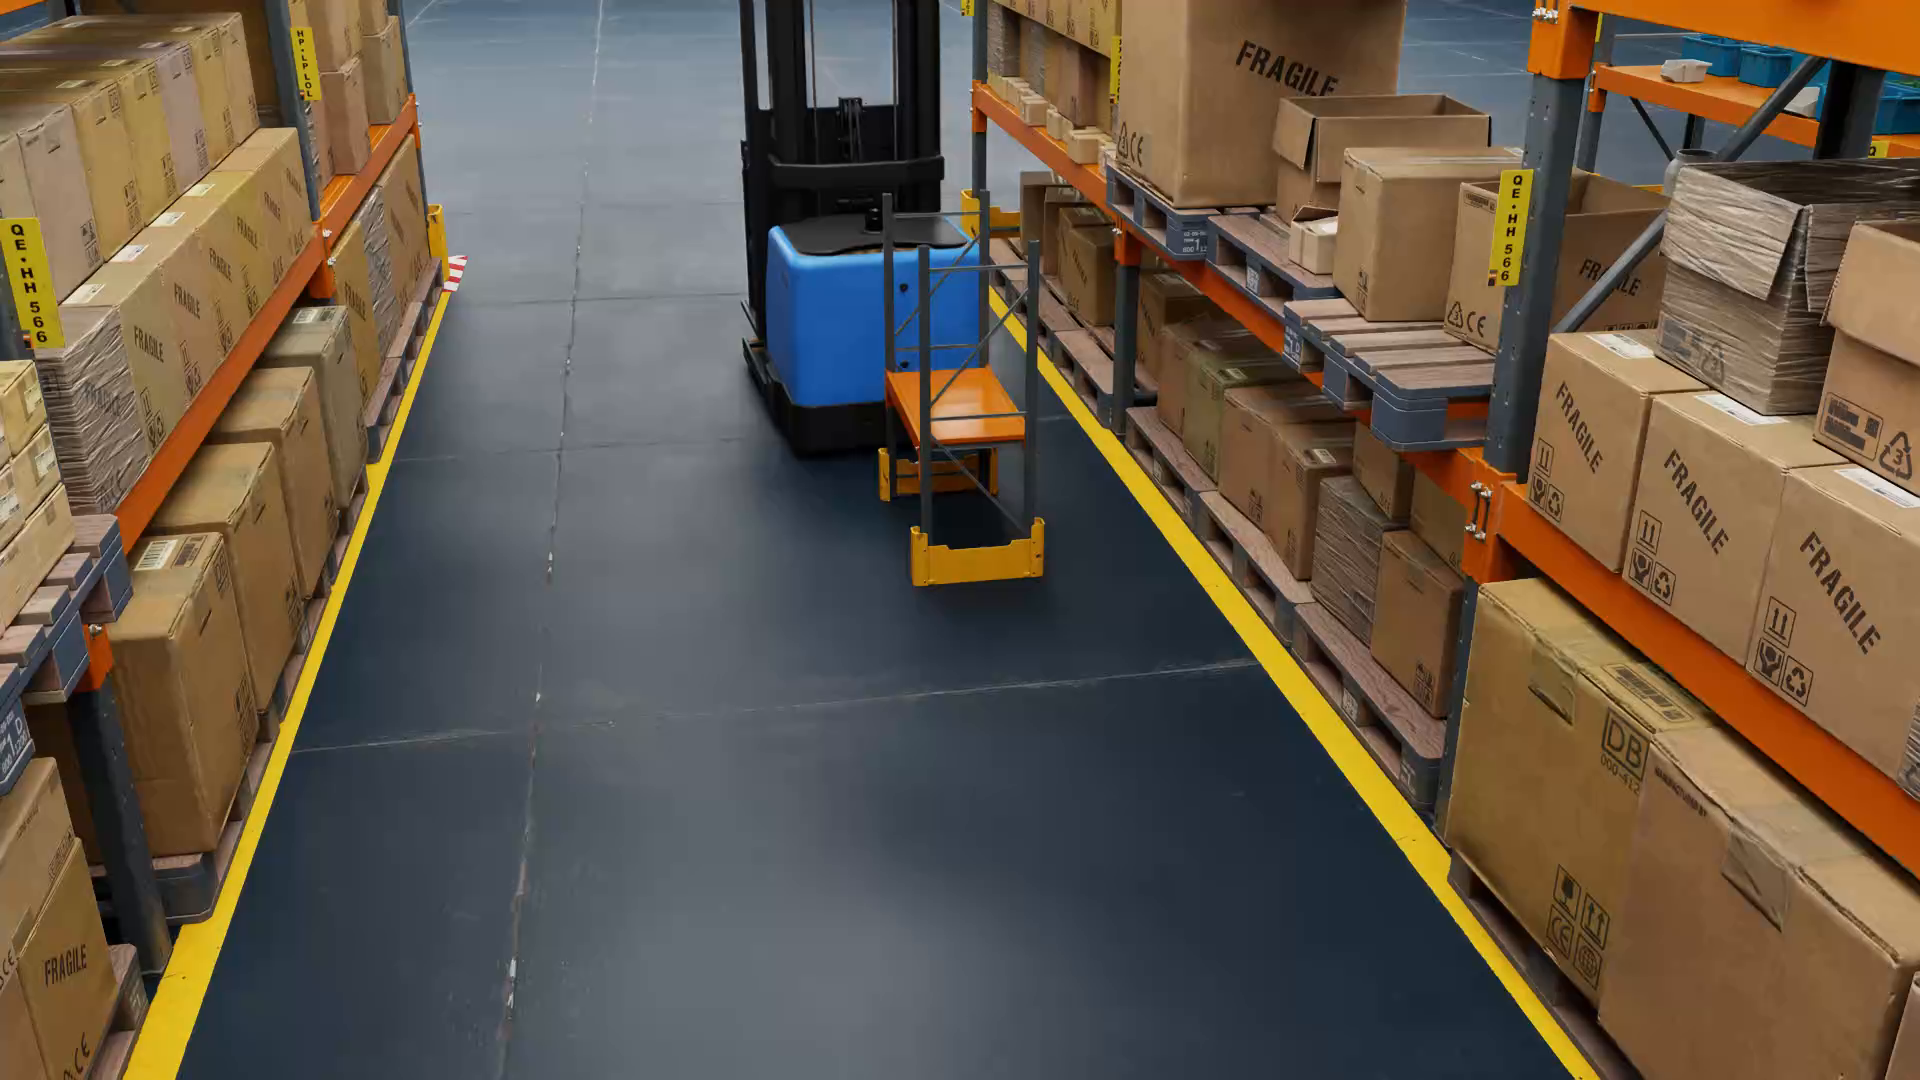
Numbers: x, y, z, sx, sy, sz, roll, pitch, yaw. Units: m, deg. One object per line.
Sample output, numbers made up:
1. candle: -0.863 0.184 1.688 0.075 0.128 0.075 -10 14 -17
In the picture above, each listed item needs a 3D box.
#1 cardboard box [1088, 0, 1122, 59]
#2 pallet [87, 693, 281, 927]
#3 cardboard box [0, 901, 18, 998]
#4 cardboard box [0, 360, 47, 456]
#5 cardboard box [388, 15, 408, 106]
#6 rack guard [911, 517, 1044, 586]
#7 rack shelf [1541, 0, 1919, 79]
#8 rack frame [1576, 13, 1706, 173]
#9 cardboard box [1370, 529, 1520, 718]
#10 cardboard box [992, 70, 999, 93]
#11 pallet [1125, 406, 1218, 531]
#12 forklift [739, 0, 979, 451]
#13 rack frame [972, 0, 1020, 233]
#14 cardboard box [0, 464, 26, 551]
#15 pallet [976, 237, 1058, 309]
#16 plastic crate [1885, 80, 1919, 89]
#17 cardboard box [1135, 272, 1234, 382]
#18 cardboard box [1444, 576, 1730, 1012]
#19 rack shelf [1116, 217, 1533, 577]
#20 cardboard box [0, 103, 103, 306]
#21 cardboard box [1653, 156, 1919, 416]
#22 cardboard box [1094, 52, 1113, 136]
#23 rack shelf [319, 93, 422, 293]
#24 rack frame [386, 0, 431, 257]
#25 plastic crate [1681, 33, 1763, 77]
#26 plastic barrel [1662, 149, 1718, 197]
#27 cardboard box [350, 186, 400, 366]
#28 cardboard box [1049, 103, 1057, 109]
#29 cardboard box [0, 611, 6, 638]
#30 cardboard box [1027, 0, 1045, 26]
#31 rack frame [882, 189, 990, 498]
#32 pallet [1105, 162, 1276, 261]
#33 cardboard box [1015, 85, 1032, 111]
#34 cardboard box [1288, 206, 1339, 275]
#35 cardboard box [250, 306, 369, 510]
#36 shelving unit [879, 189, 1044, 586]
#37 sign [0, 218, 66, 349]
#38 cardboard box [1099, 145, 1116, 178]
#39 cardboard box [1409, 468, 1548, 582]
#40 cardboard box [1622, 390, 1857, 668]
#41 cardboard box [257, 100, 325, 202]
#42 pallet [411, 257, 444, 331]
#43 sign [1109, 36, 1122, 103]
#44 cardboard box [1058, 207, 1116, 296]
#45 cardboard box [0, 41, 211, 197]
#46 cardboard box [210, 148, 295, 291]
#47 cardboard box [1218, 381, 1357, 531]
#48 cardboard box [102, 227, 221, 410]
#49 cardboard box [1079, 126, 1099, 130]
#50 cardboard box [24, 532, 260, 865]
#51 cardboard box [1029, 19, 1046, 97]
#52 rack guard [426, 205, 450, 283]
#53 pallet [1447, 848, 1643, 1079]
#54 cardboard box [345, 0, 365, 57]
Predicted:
1. cardboard box: 0.978 -2.789 8.643 0.500 0.500 0.500 -4 24 -10
2. pallet: -2.894 0.871 5.493 1.003 0.211 1.213 -4 24 -10
3. cardboard box: -2.334 0.965 3.453 0.500 0.250 0.500 -4 24 -9
4. cardboard box: -2.281 -0.283 3.695 0.380 0.149 0.250 -5 24 -12
5. cardboard box: -4.188 -3.164 11.060 0.875 0.550 0.550 -4 24 -10
6. rack guard: 0.078 0.051 7.320 0.587 0.250 0.087 -4 24 -10
7. rack shelf: 2.441 -0.677 2.704 1.077 0.370 4.000 -4 24 -10
8. rack frame: 5.459 -3.932 13.005 1.000 3.000 0.127 -4 24 -10
9. cardboard box: 1.927 0.263 5.973 0.700 0.500 0.500 -6 24 -13
10. cardboard box: 0.437 -3.221 11.691 0.380 0.149 0.250 -4 24 -10
11. pallet: 1.477 -0.408 8.421 1.003 0.211 1.213 -4 24 -10
12. forklift: -0.711 -2.371 9.516 1.130 2.935 3.031 -6 24 -13
13. rack frame: 0.592 -3.566 12.166 1.000 3.000 0.127 -4 24 -10
14. cardboard box: -2.232 -0.040 3.511 0.380 0.149 0.250 -3 24 -8
15. pallet: 0.721 -1.936 11.918 1.003 0.211 1.213 -4 24 -10
16. plastic crate: 6.225 -2.816 10.716 0.450 0.188 0.662 -4 24 -10
17. cardboard box: 1.297 -1.199 9.347 0.500 0.500 0.500 -5 24 -11
18. cardboard box: 2.178 0.635 4.677 1.225 0.875 0.875 -5 24 -12
19. rack shelf: 1.701 -0.876 6.906 1.077 0.370 4.000 -4 24 -10
20. cardboard box: -2.990 -0.972 4.853 0.700 0.500 0.500 -5 24 -11
21. cardboard box: 2.190 -0.636 4.079 0.797 0.503 0.637 -3 24 -8
22. cardboard box: 1.251 -2.555 9.356 0.875 0.500 0.500 -4 24 -10
23. rack shelf: -3.932 -2.122 9.759 1.077 0.370 4.000 -4 24 -10
24. rack frame: -4.301 -3.238 11.417 1.000 3.000 0.127 -4 24 -10
25. plastic crate: 5.846 -3.689 12.635 0.499 0.251 0.616 -4 24 -10
26. plastic barrel: 5.656 -2.731 12.839 0.421 0.512 0.421 0 24 0
27. cardboard box: -3.780 -1.490 9.545 0.875 0.875 0.875 -4 24 -9
28. cardboard box: 0.769 -2.635 10.349 0.380 0.149 0.250 -4 24 -10
29. cardboard box: -2.187 0.190 3.356 0.380 0.149 0.250 -4 24 -9
30. cardboard box: 0.703 -3.379 9.994 0.500 0.500 0.500 -4 24 -10
31. rack frame: -0.110 -0.921 7.984 0.500 1.500 0.032 -4 24 -10
32. pallet: 1.330 -1.593 7.889 1.003 0.211 1.213 -4 24 -10
33. cardboard box: 0.575 -2.926 11.015 0.380 0.149 0.250 -4 24 -10
34. cardboard box: 1.497 -1.186 6.360 0.396 0.266 0.258 -5 24 -11
35. cardboard box: -3.359 -0.589 7.637 1.050 0.750 0.750 -4 24 -10
36. shelving unit: -0.014 -0.717 7.518 0.587 1.500 1.083 -4 24 -10
37. sign: -2.291 -0.630 4.096 0.100 0.325 0.005 -4 24 -10
38. cardboard box: 0.966 -2.039 8.984 0.380 0.149 0.250 -4 24 -10
39. cardboard box: 1.918 -0.080 5.822 0.500 0.250 0.500 -3 24 -8
40. cardboard box: 1.991 -0.051 3.993 0.500 0.500 0.500 -5 24 -11
41. cardboard box: -3.642 -1.878 8.114 0.875 0.550 0.550 -4 24 -10
42. pallet: -4.077 -1.652 11.268 1.003 0.211 1.213 -4 24 -10
43. sign: 0.800 -2.346 8.291 0.100 0.325 0.005 -4 24 -10
44. cardboard box: 0.932 -1.885 10.917 0.500 0.500 0.500 -2 24 -5
45. cardboard box: -3.274 -1.573 6.230 0.700 0.500 0.500 -4 24 -9
46. cardboard box: -3.109 -1.326 6.914 0.500 0.500 0.500 -5 24 -10
47. cardboard box: 1.597 -0.396 7.483 0.700 0.500 0.500 -6 24 -14
48. cardboard box: -2.829 -0.732 5.553 0.500 0.500 0.500 -4 24 -10
49. cardboard box: 0.906 -2.340 9.674 0.380 0.149 0.250 -4 24 -10
50. cardboard box: -2.846 0.501 5.142 1.050 0.750 0.750 -5 24 -10
51. cardboard box: 0.927 -3.142 10.699 0.875 0.500 0.500 -4 24 -10
52. rack guard: -4.306 -2.102 11.938 1.175 0.500 0.348 -4 24 -10
53. pallet: 2.143 1.175 4.796 1.003 0.211 1.213 -4 24 -10
54. cardboard box: -3.883 -3.014 9.367 0.875 0.550 0.500 -4 24 -10
